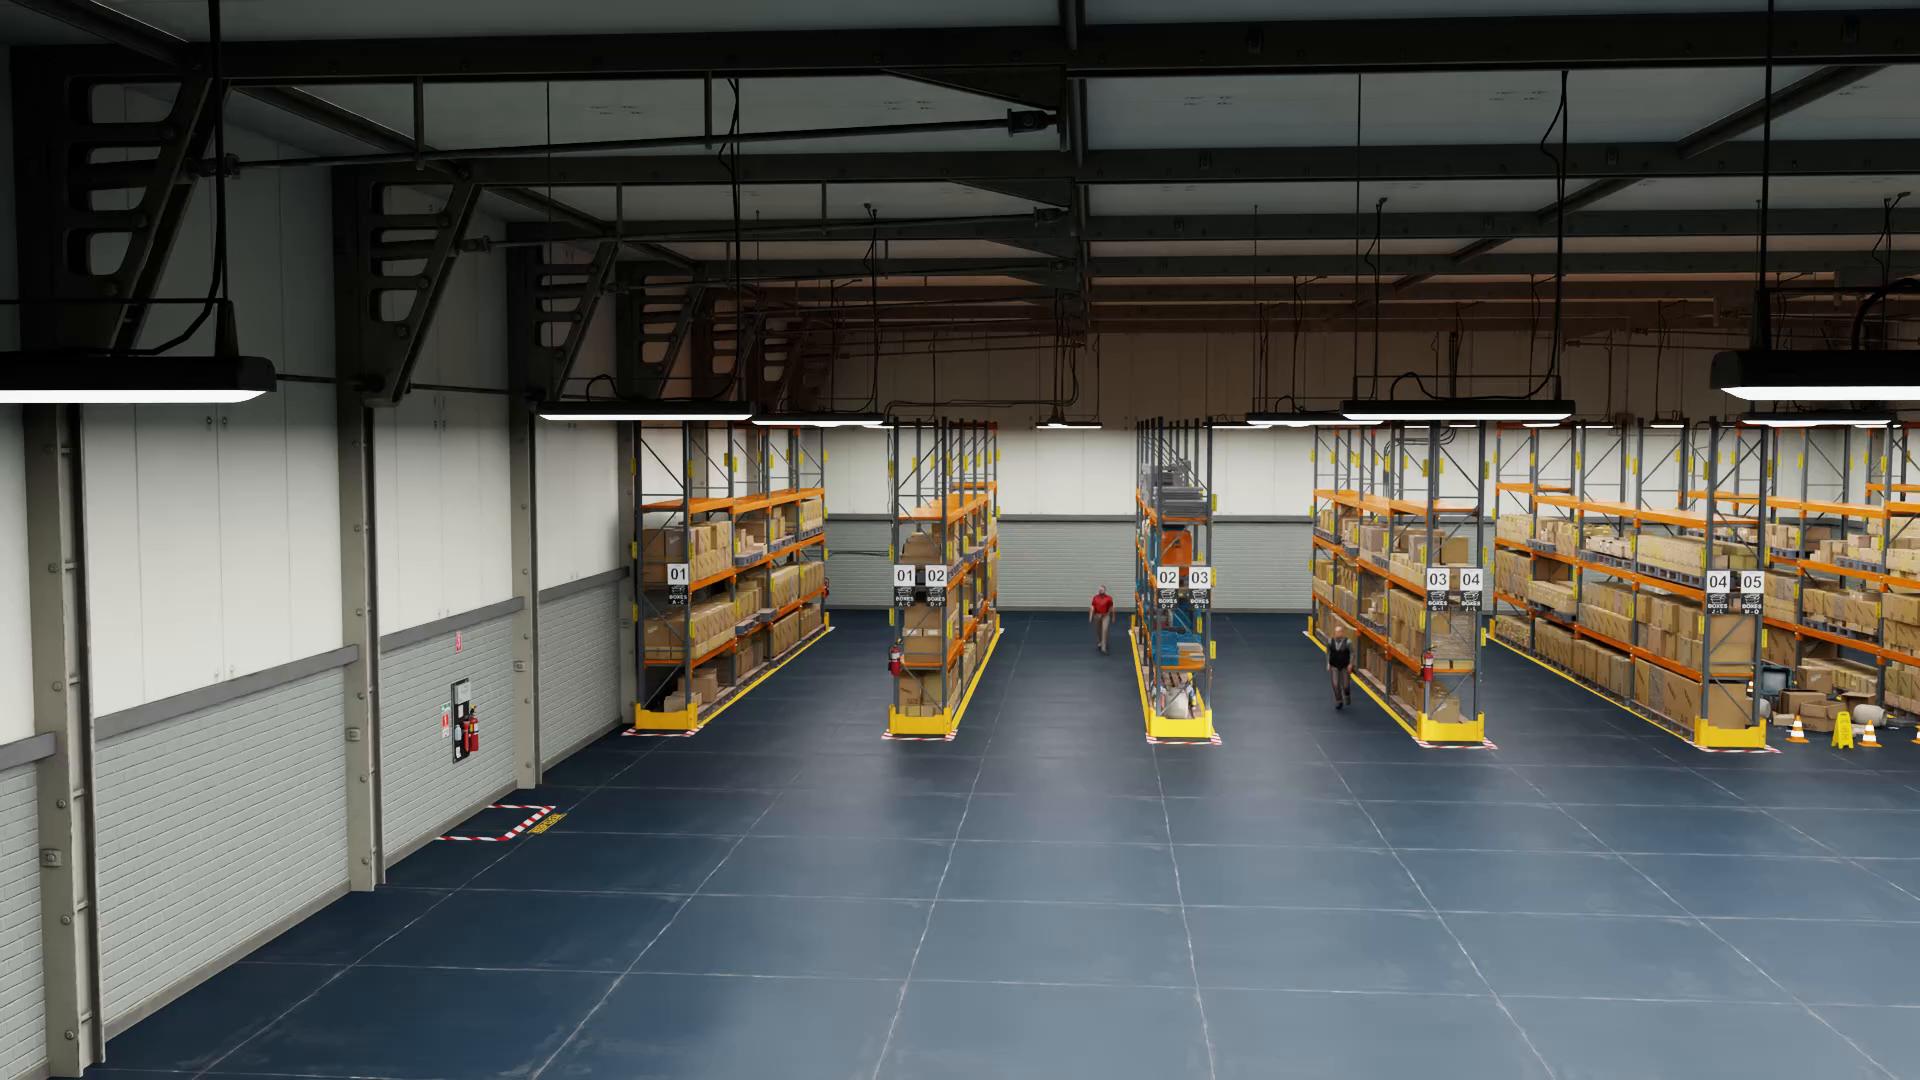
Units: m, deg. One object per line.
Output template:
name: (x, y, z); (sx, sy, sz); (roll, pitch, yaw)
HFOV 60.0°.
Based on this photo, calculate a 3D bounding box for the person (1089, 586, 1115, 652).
person: (3.712, 2.030, 43.409); (0.620, 1.664, 1.057); (1, 4, 16)

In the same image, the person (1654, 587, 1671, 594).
person: (20.422, 1.747, 48.215); (0.526, 1.670, 0.697); (-2, 4, -22)

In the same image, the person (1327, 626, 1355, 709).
person: (7.920, 2.625, 34.530); (0.602, 1.703, 0.609); (2, 4, 24)
